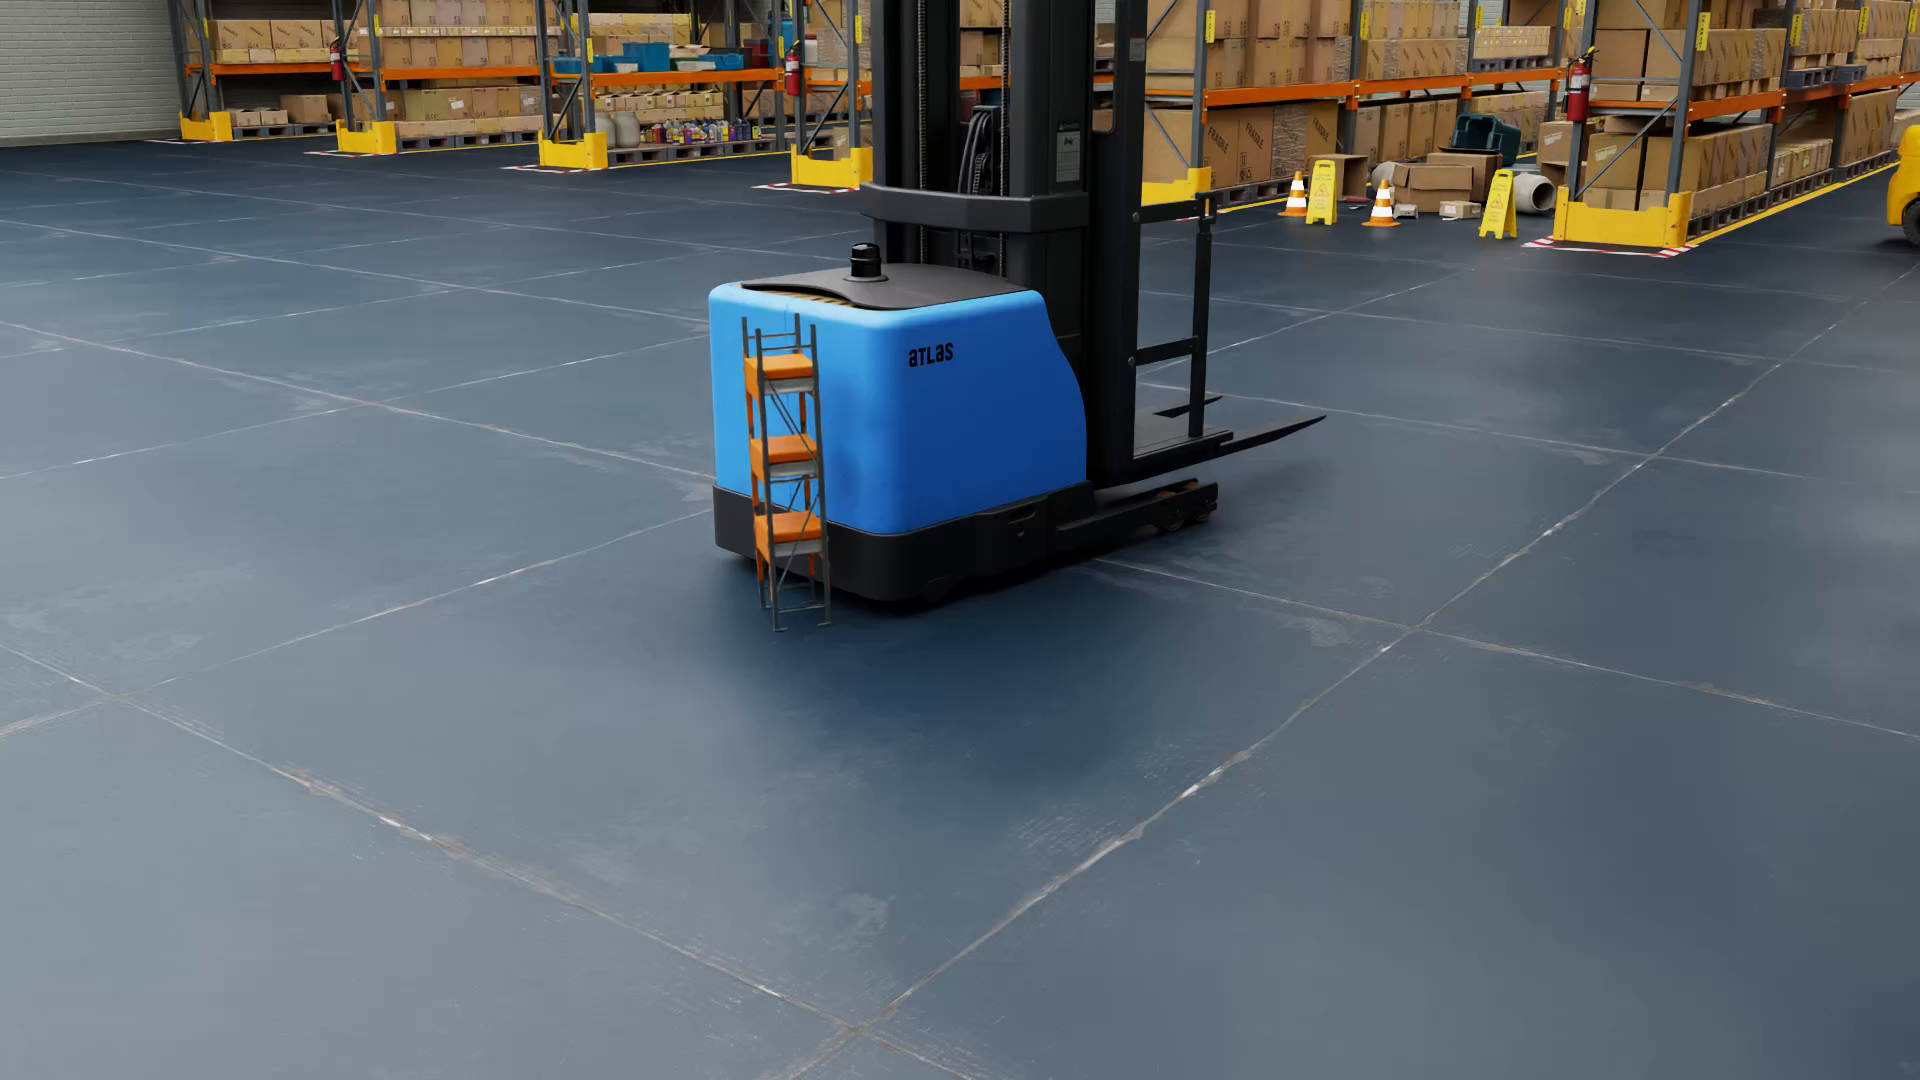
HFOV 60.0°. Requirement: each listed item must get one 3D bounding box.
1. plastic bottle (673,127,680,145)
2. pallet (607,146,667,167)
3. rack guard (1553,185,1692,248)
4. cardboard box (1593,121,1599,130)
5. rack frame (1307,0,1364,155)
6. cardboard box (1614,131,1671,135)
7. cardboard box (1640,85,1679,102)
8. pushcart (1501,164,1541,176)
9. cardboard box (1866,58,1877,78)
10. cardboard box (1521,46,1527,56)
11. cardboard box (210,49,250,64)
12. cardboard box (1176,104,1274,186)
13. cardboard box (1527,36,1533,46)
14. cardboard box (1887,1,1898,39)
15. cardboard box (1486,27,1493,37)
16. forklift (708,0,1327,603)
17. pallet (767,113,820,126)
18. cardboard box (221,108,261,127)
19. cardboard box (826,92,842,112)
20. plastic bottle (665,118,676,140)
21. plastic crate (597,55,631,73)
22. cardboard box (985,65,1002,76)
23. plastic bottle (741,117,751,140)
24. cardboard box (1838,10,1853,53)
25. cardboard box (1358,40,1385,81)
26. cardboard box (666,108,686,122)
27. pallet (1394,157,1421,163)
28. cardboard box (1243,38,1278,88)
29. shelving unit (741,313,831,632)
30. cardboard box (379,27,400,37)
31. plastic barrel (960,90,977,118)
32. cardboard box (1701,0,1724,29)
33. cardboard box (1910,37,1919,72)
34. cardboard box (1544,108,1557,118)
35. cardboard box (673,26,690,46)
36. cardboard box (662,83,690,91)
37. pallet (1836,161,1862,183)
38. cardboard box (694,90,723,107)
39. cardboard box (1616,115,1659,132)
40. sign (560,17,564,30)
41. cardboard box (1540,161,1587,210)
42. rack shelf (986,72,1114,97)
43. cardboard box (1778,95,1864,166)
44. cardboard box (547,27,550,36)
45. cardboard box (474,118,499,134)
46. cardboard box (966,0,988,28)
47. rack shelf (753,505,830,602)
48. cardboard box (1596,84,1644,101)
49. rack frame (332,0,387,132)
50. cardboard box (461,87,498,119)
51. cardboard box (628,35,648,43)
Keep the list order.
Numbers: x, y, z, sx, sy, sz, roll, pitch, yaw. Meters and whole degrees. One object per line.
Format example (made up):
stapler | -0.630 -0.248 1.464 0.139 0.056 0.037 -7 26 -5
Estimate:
plastic bottle | -4.347 -6.180 25.444 0.097 0.271 0.097 0 17 0
pallet | -5.181 -5.783 25.010 1.003 0.211 1.213 12 21 35
rack guard | 6.305 -3.094 15.863 1.175 0.500 0.348 12 21 35
cardboard box | 11.074 -7.348 29.447 0.380 0.149 0.250 11 21 32
rack frame | 4.607 -6.073 21.241 1.000 3.000 0.127 12 21 35
cardboard box | 6.836 -3.877 16.833 0.500 0.500 0.500 13 22 37
cardboard box | 6.628 -4.194 15.614 0.380 0.149 0.250 13 21 35
pushcart | 6.782 -4.361 20.150 1.648 0.377 0.936 5 18 16
cardboard box | 12.129 -6.425 22.627 0.500 0.250 0.500 13 22 36
cardboard box | 8.681 -7.681 26.136 0.380 0.149 0.250 11 21 32
cardboard box | -13.088 -8.644 29.742 0.500 0.250 0.500 12 21 33
cardboard box | 3.097 -4.689 19.660 0.875 0.875 0.875 12 21 34
cardboard box | 8.830 -7.884 26.287 0.380 0.149 0.250 12 21 33
cardboard box | 12.725 -7.260 23.210 0.500 0.500 0.500 13 22 36
cardboard box | 7.729 -7.588 24.833 0.380 0.149 0.250 12 21 34
forklift | 0.443 -1.532 6.736 1.130 2.935 3.031 16 24 42
pallet | -3.684 -8.806 34.745 1.003 0.211 1.213 12 21 35
cardboard box | -13.149 -7.721 30.342 0.500 0.311 0.500 10 20 29
cardboard box | -2.868 -9.362 35.306 0.500 0.500 0.500 13 21 35
plastic bottle | -4.585 -6.484 26.291 0.144 0.351 0.185 13 22 37
plastic crate | -5.228 -7.151 24.963 0.499 0.251 0.408 12 21 35
cardboard box | 0.379 -6.564 23.247 0.380 0.149 0.250 12 21 35
plastic bottle | -3.446 -6.589 26.629 0.144 0.351 0.185 12 21 33
cardboard box | 10.679 -6.283 20.539 0.500 0.500 0.500 12 21 34
cardboard box | 5.137 -6.198 21.477 0.500 0.500 0.500 13 21 35
cardboard box | -5.610 -8.154 31.871 0.500 0.250 0.500 13 21 36
pallet | 5.733 -5.230 23.229 1.003 0.211 1.213 12 21 35
cardboard box | 3.153 -5.534 19.254 0.875 0.550 0.550 12 21 35
shelving unit | -0.594 -0.232 5.706 0.215 1.050 0.252 -7 18 -16
cardboard box | -9.246 -8.185 26.780 0.380 0.149 0.250 12 21 34
plastic barrel | 0.040 -8.239 31.574 0.600 0.588 0.708 12 21 35
cardboard box | 7.326 -5.450 16.880 0.700 0.500 0.500 12 21 34
cardboard box | 14.202 -7.360 25.218 0.500 0.500 0.500 13 21 35
cardboard box | 9.745 -7.147 27.796 0.380 0.149 0.250 13 22 37
cardboard box | -6.556 -11.549 38.173 0.500 0.500 0.500 12 21 34
cardboard box | -6.766 -10.501 38.417 0.750 0.750 0.750 13 21 35
pallet | 11.556 -5.018 22.545 1.003 0.211 1.213 12 21 35
cardboard box | -5.001 -8.664 32.569 0.500 0.311 0.500 13 22 36
cardboard box | 6.844 -4.220 16.846 0.380 0.149 0.250 13 21 36
sign | -8.425 -10.973 35.203 0.100 0.325 0.005 12 21 35
cardboard box | 6.912 -4.015 18.825 0.500 0.500 0.500 -4 18 -13
rack shelf | 1.876 -7.106 25.782 1.077 0.370 4.000 12 21 35
cardboard box | 11.504 -5.510 22.305 0.875 0.875 0.875 12 21 34
cardboard box | -7.409 -8.921 29.151 0.380 0.149 0.250 12 21 34
cardboard box | -8.260 -7.105 28.493 0.500 0.250 0.500 12 21 35
cardboard box | 0.041 -7.247 22.665 0.500 0.500 0.500 12 21 35
rack shelf | -0.586 0.044 5.791 0.215 0.259 0.240 -7 18 -16
cardboard box | 6.310 -4.276 15.880 0.380 0.149 0.250 13 22 37
rack frame | -9.653 -7.772 26.713 1.000 3.000 0.127 12 21 35
cardboard box | -8.259 -7.463 28.381 0.500 0.500 0.500 12 21 35
cardboard box | -6.187 -9.197 31.134 0.500 0.500 0.500 12 21 35
